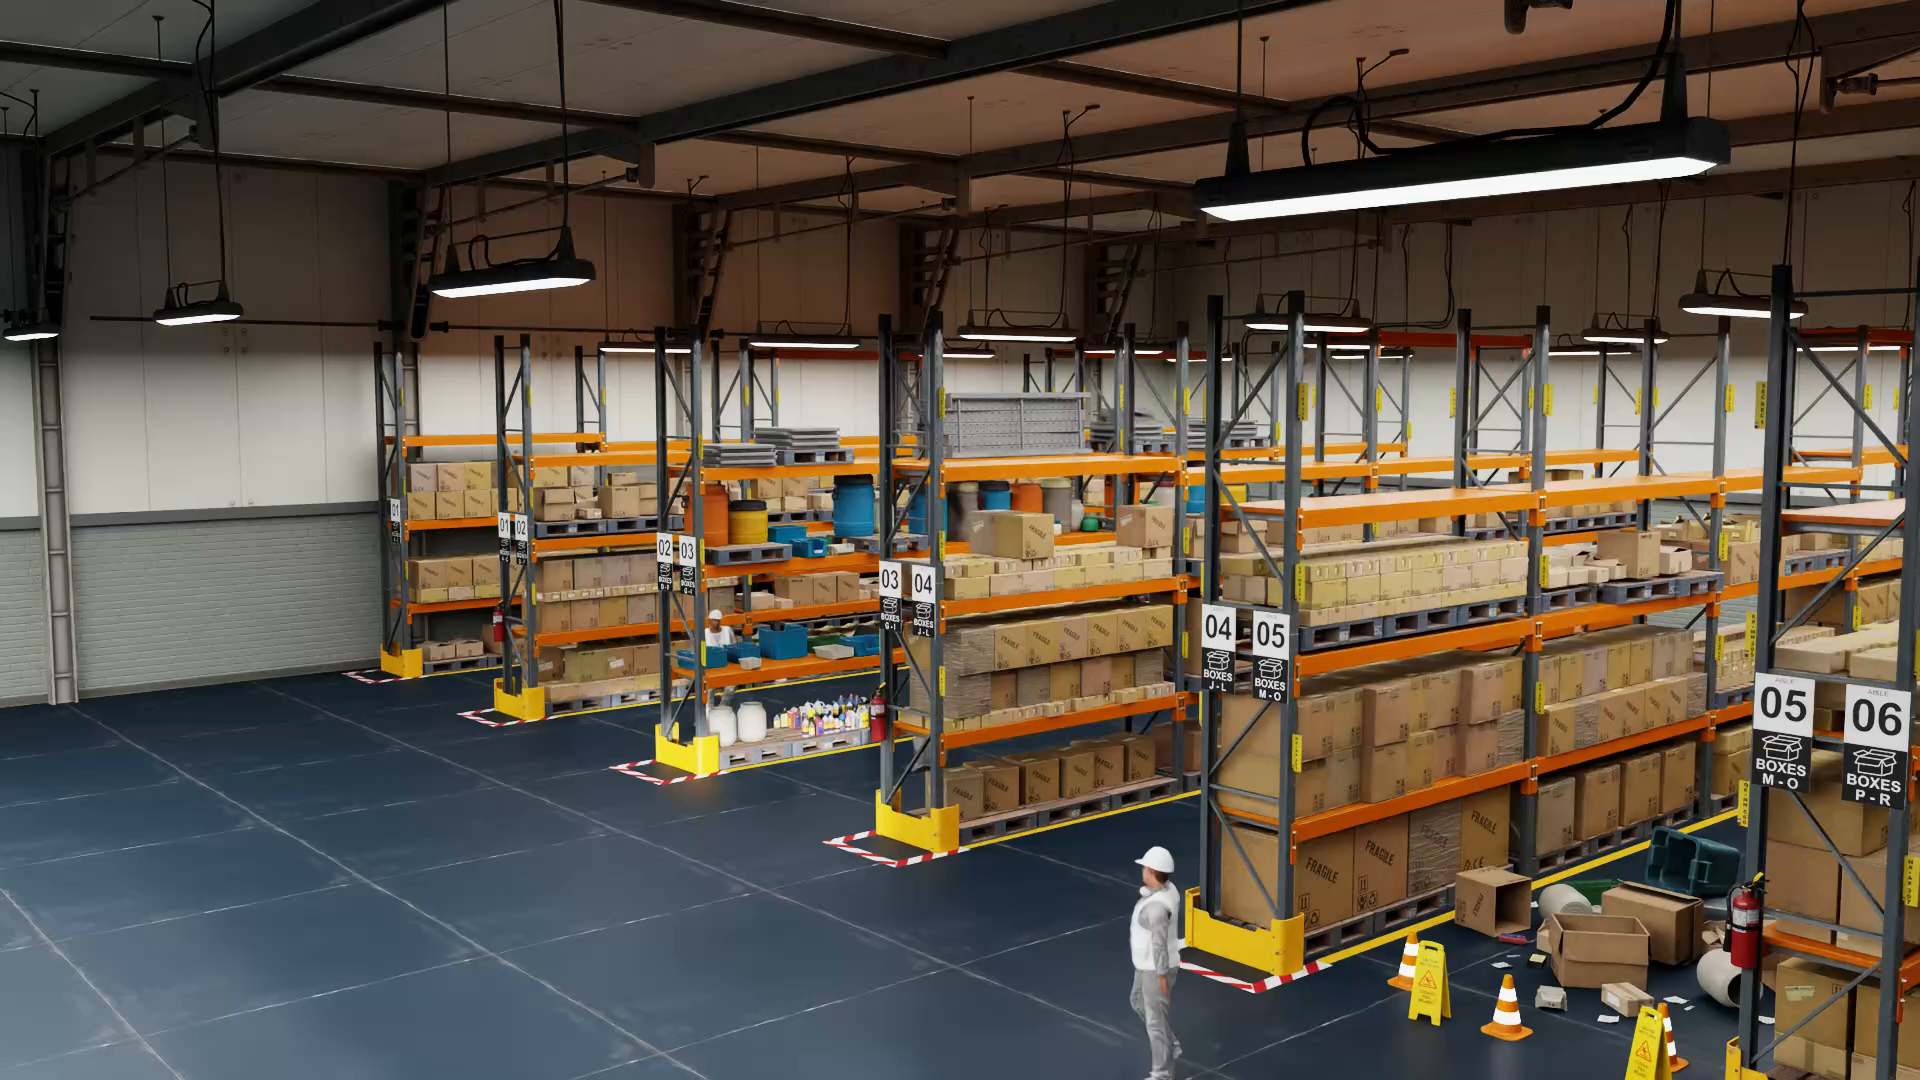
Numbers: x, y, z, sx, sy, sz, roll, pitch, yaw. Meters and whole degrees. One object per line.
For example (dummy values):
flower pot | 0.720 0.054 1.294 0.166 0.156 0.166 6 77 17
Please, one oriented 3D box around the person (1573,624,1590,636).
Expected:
person | 9.573 2.024 25.680 0.969 1.649 0.462 -5 7 -41

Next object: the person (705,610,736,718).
person | -3.725 1.953 25.448 0.714 1.782 0.525 -1 5 -11

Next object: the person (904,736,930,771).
person | -0.487 2.280 22.652 0.364 1.719 0.583 3 6 27

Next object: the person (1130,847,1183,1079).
person | 1.466 3.146 12.341 0.405 1.785 0.596 1 5 6
